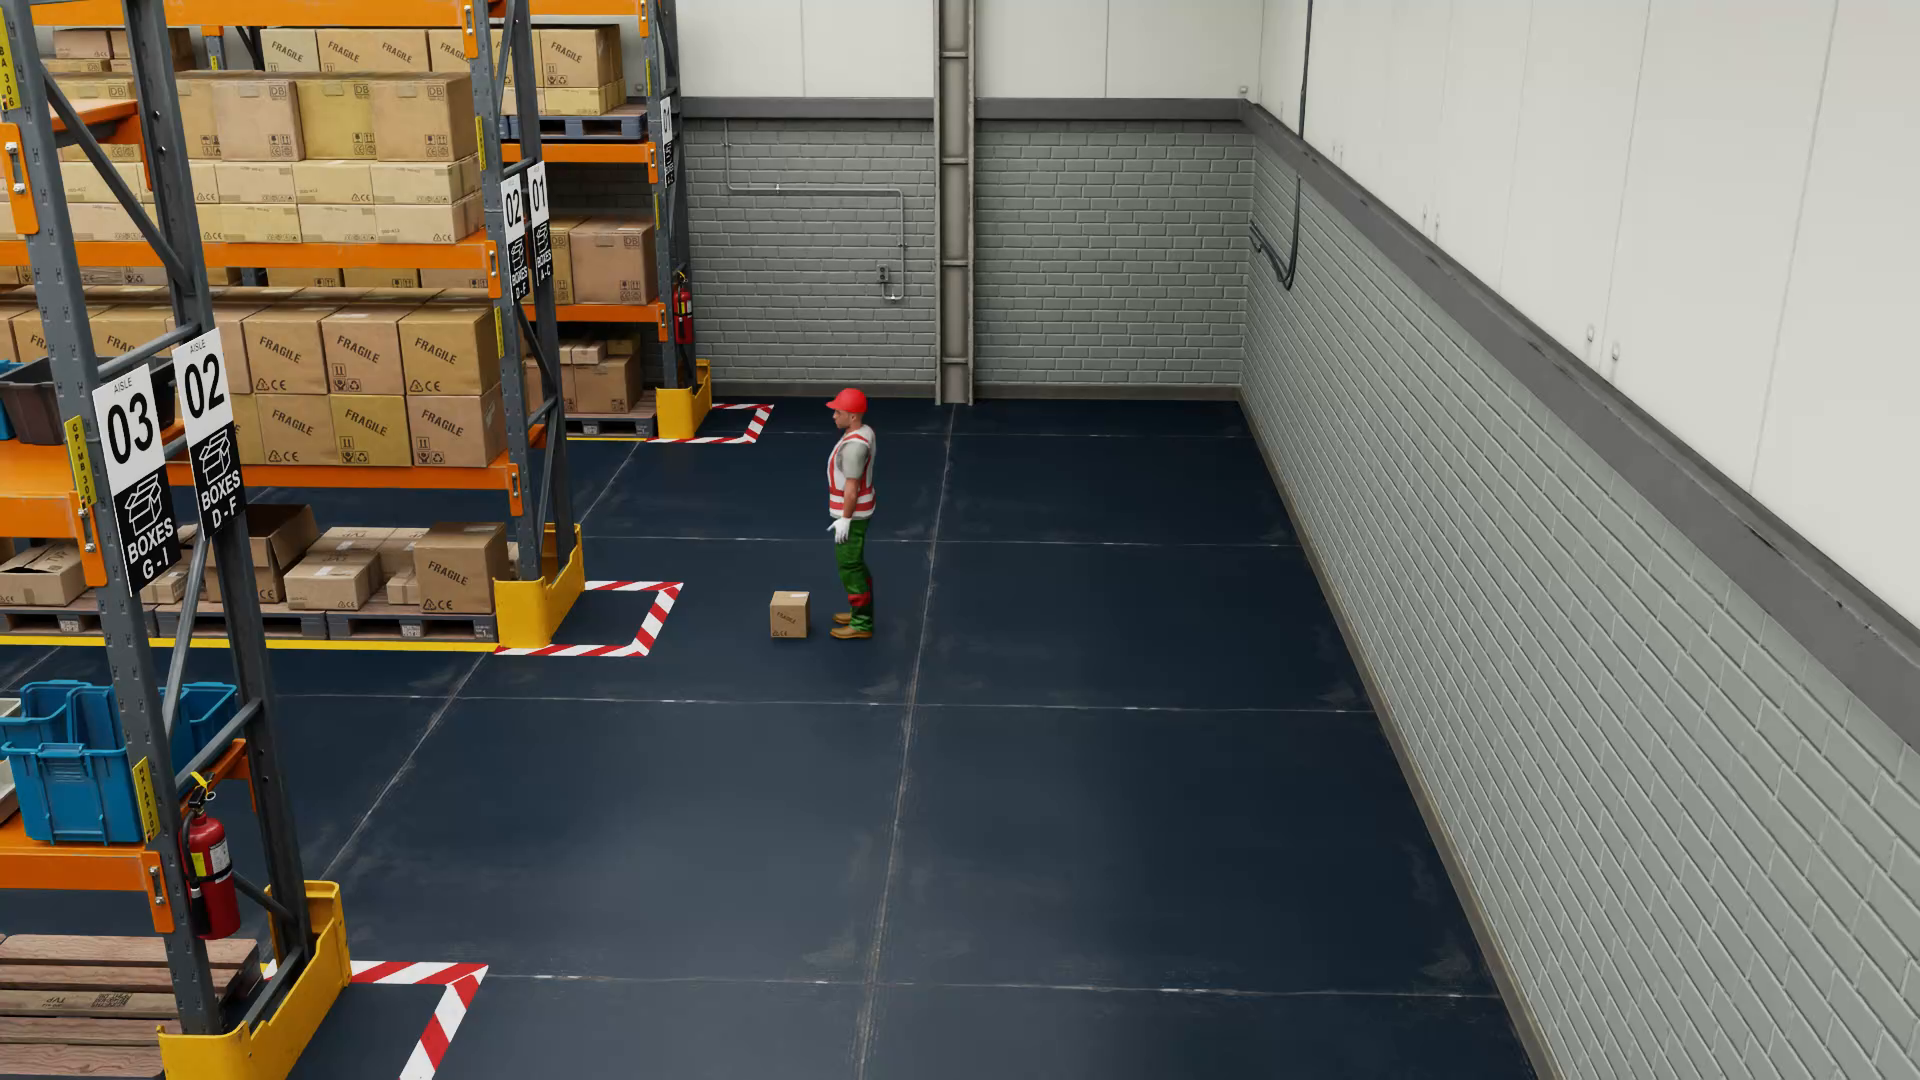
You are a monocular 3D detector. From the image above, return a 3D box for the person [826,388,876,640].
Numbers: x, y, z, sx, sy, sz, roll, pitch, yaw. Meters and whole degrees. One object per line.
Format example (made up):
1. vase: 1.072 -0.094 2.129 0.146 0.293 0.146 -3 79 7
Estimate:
1. person: -0.753 -0.186 11.542 0.346 1.785 0.525 1 21 3
